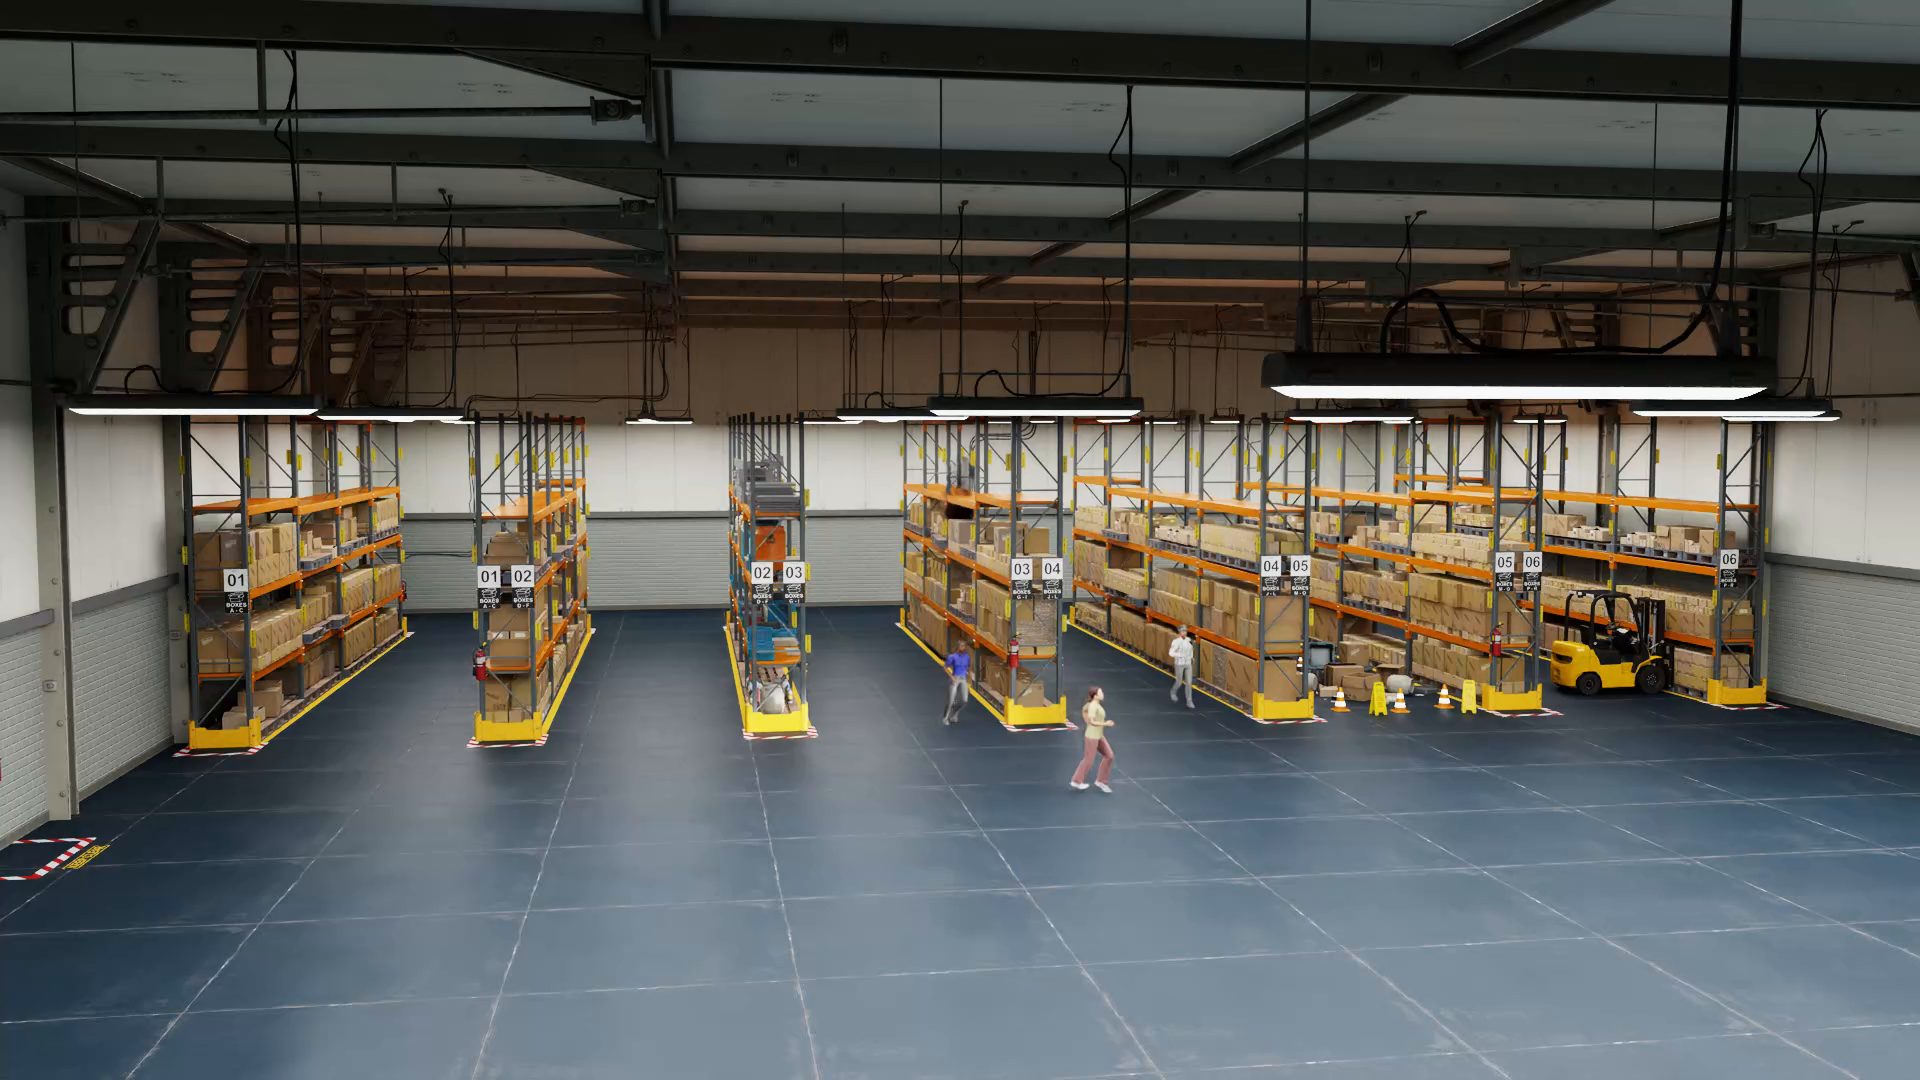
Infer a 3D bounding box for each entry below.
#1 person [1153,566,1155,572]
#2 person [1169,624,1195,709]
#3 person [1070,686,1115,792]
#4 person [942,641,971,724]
[{"bbox_3d":[5.533,1.612,47.825,0.683,1.737,0.909,-1,4,-8],"label":"person"},{"bbox_3d":[4.552,2.542,33.853,0.617,1.667,0.958,-1,4,-16],"label":"person"},{"bbox_3d":[2.081,3.131,26.018,0.723,1.714,0.560,1,4,18],"label":"person"},{"bbox_3d":[-0.012,2.742,32.026,0.629,1.604,0.580,-2,4,-21],"label":"person"}]
